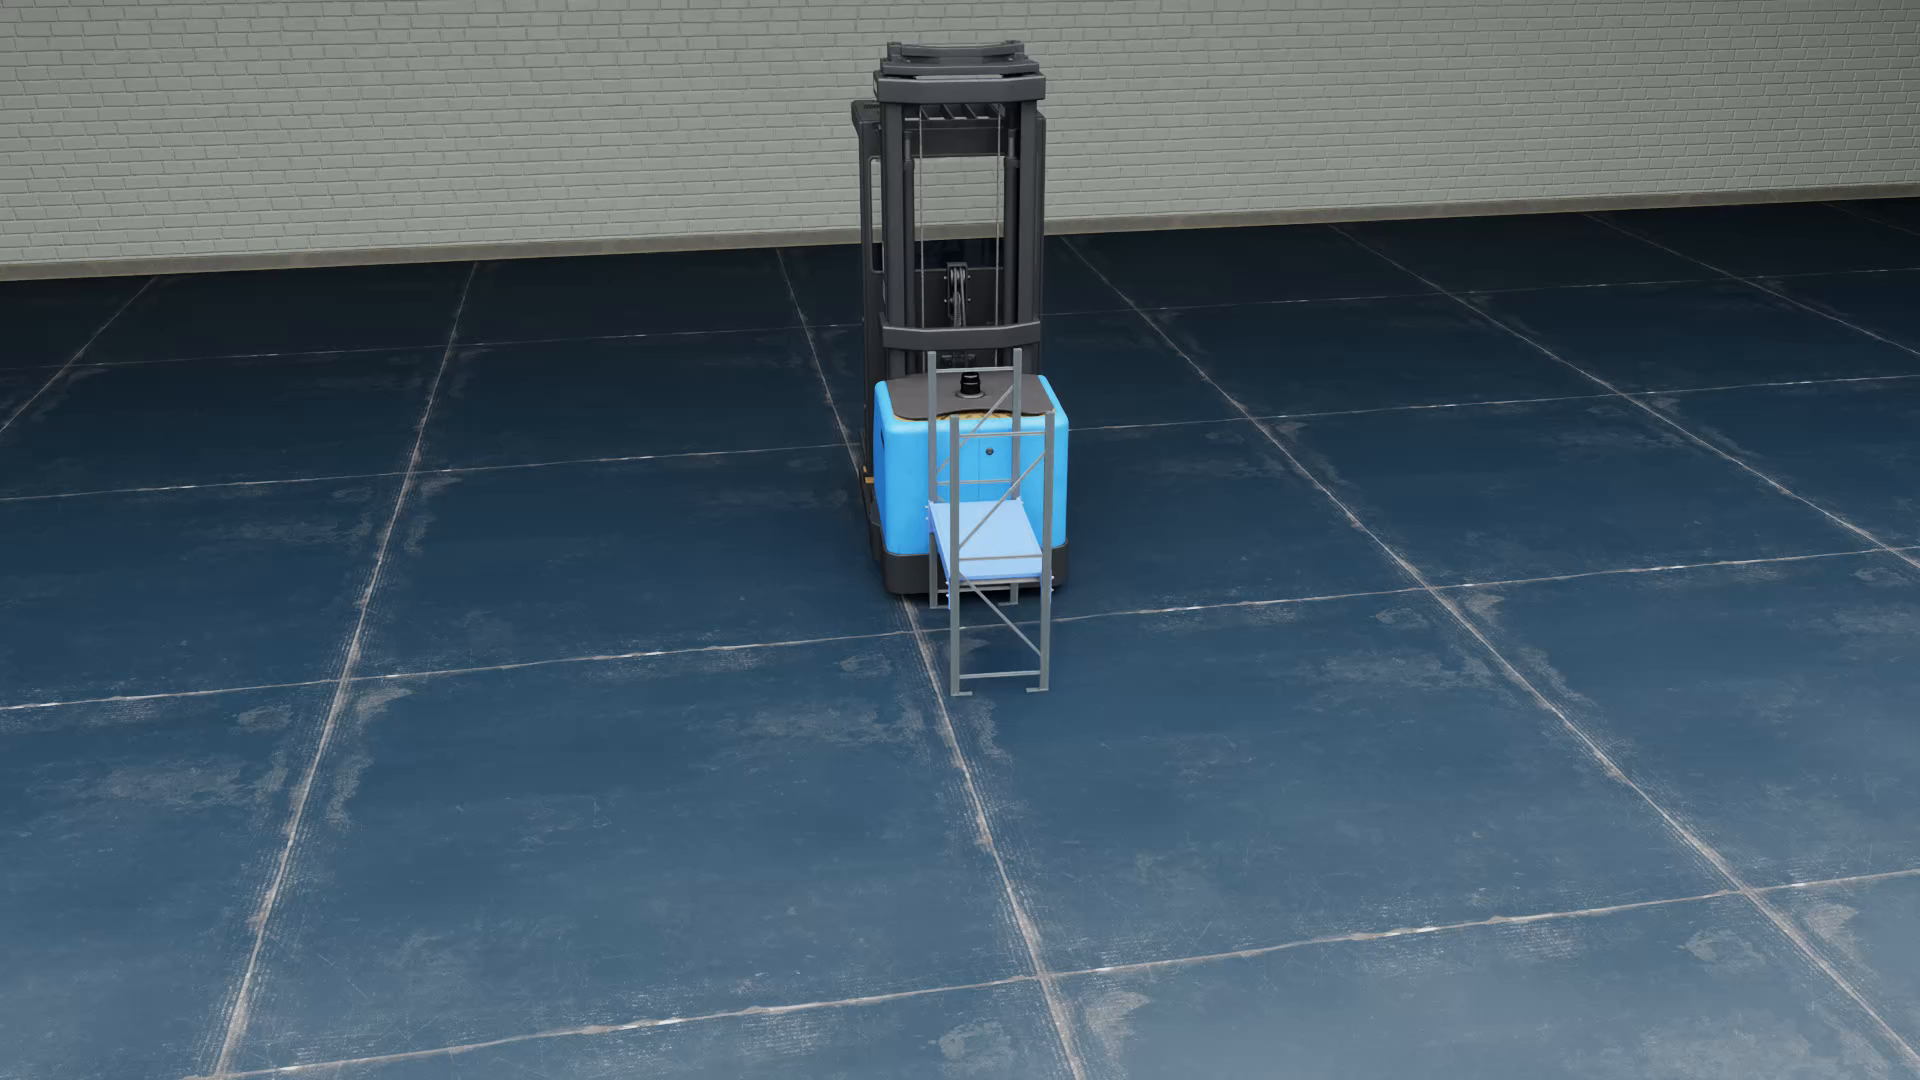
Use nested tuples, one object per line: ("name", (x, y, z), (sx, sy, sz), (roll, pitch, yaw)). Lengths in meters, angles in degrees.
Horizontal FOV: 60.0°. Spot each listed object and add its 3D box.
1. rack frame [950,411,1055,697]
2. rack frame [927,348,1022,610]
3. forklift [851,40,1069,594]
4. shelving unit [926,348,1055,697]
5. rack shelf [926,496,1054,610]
("rack frame", (0.201, 0.090, 8.169), (0.500, 1.500, 0.032), (-3, 24, -6))
("rack frame", (0.078, -0.314, 9.094), (0.500, 1.500, 0.032), (-3, 24, -6))
("forklift", (-0.075, -1.594, 10.237), (1.130, 2.935, 3.031), (-3, 24, -6))
("shelving unit", (0.140, -0.112, 8.632), (0.538, 1.500, 1.048), (-3, 24, -6))
("rack shelf", (0.140, 0.053, 8.704), (0.538, 0.185, 1.000), (-3, 24, -6))
